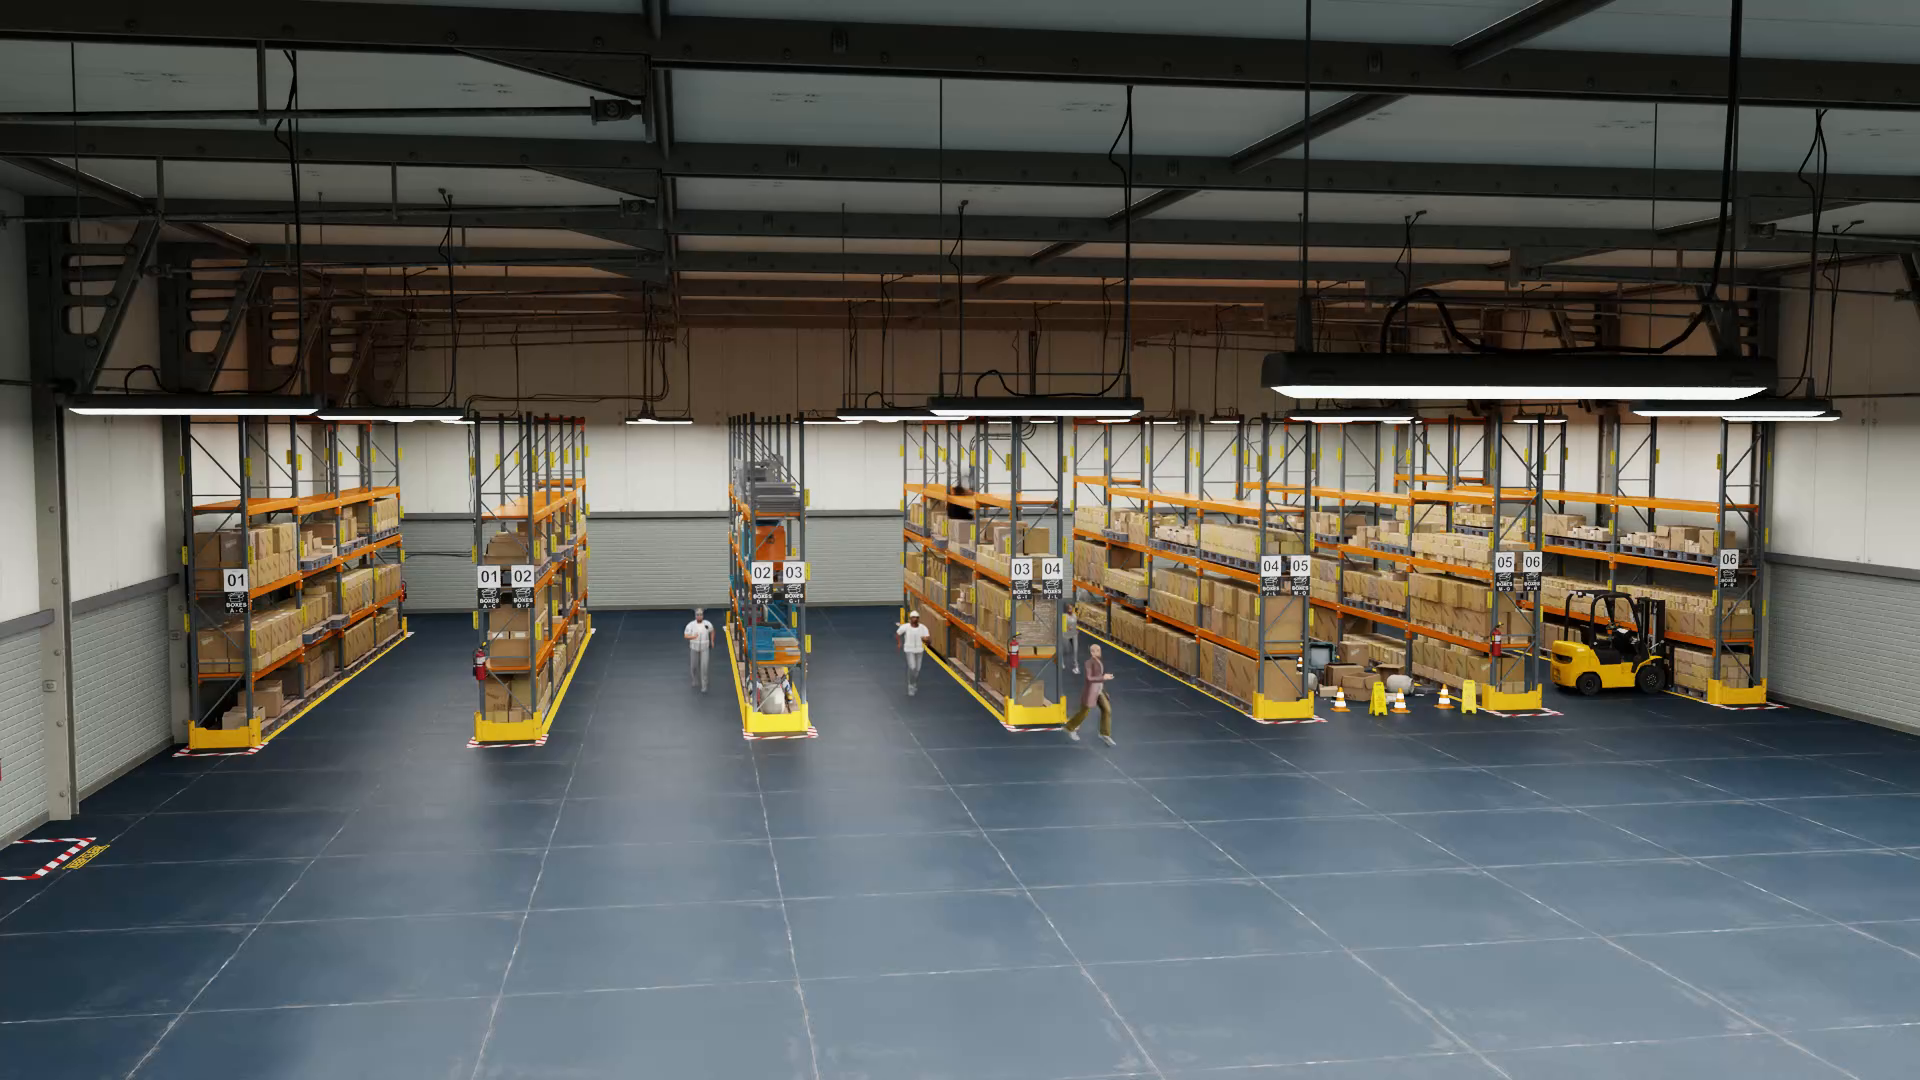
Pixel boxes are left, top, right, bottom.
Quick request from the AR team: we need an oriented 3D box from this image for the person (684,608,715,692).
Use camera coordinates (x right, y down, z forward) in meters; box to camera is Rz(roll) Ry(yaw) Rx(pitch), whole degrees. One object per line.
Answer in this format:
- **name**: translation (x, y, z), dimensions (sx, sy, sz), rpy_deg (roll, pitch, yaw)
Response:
- **person**: translation (-5.652, 2.357, 36.126), dimensions (0.662, 1.768, 0.987), rpy_deg (-1, 4, -11)

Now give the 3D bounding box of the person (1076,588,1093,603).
- **person**: translation (3.795, 1.534, 49.756), dimensions (0.588, 1.649, 0.612), rpy_deg (-1, 4, -19)

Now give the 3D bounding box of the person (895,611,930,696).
- **person**: translation (-0.984, 2.425, 35.591), dimensions (0.670, 1.828, 0.757), rpy_deg (-1, 4, -19)

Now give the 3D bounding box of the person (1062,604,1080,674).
- **person**: translation (2.547, 2.278, 38.705), dimensions (0.540, 1.597, 0.879), rpy_deg (-2, 4, -22)

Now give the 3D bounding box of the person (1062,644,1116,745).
- **person**: translation (2.360, 2.791, 30.091), dimensions (0.990, 1.836, 0.705), rpy_deg (3, 5, 33)
